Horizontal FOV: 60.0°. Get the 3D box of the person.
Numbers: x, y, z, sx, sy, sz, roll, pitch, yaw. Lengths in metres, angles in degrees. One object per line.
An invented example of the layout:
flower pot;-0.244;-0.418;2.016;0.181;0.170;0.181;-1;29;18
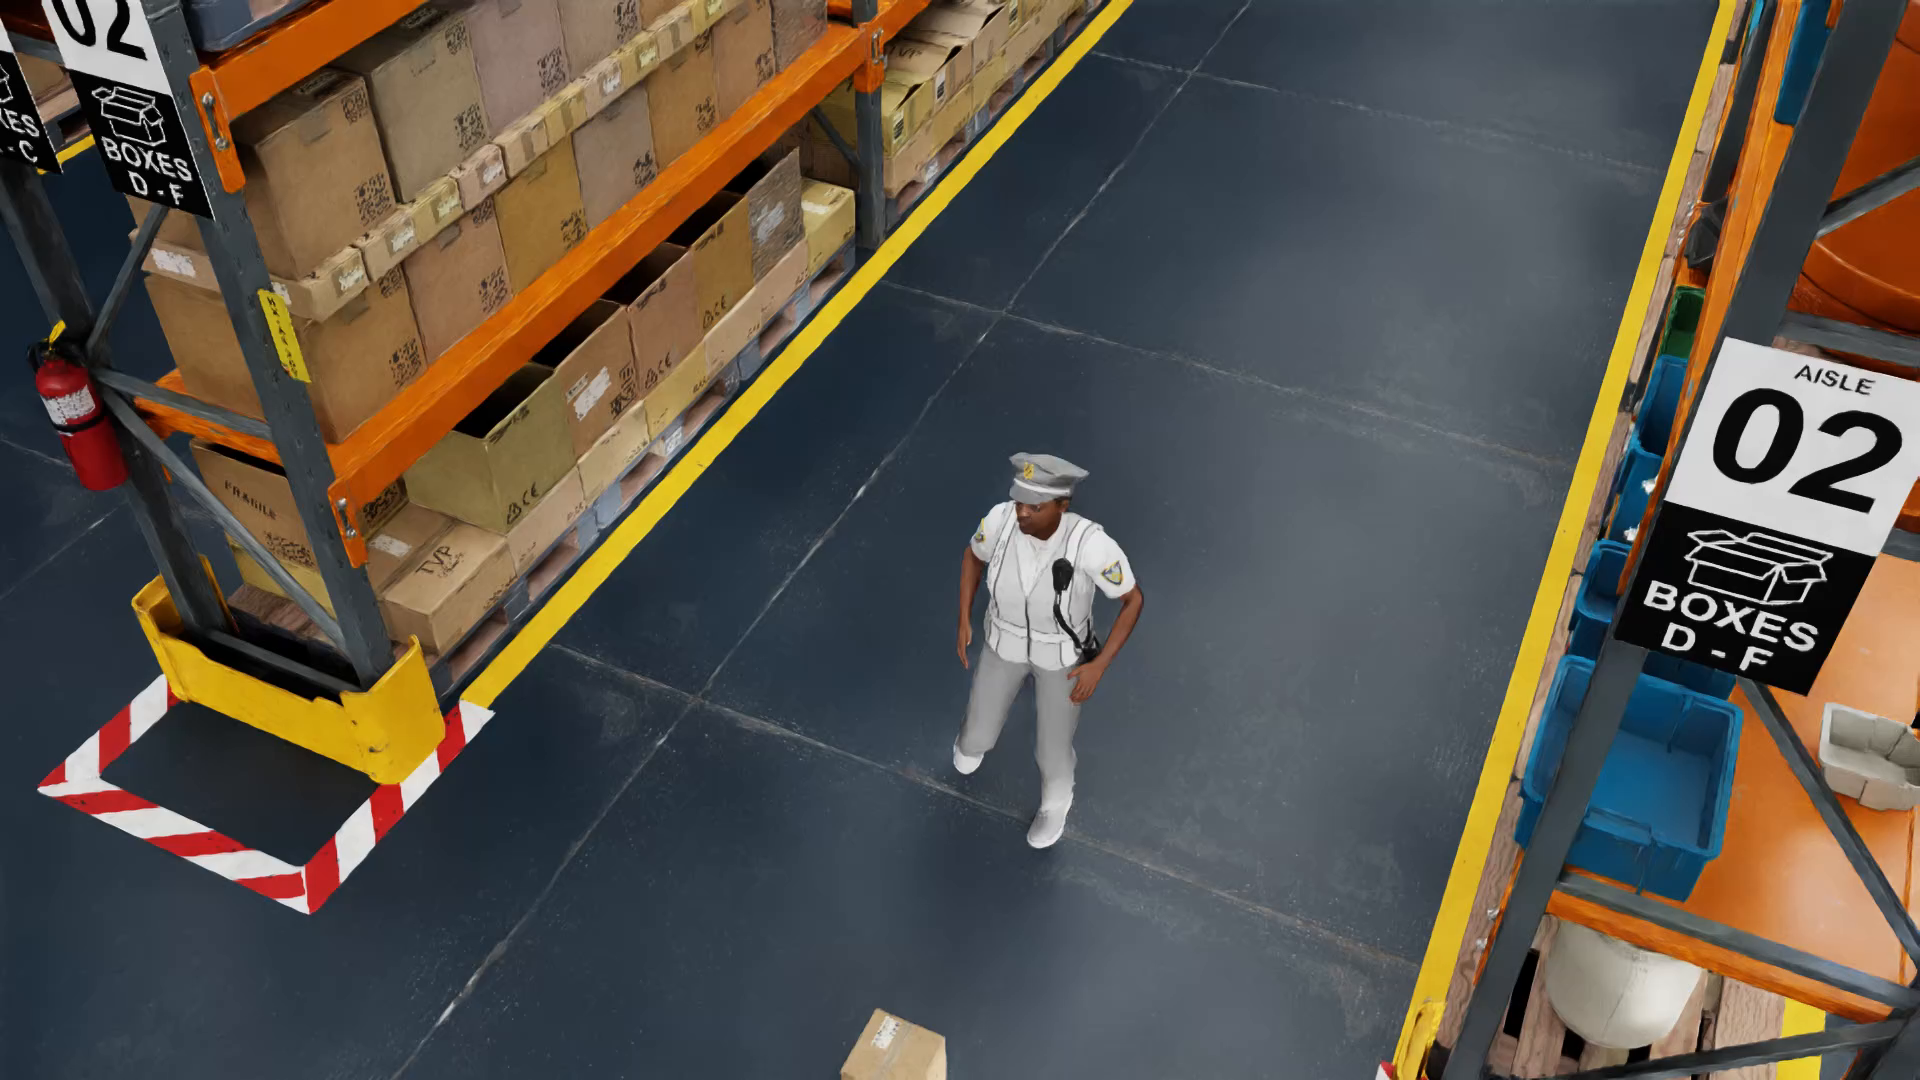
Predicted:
person;0.264;0.391;5.734;0.673;1.665;0.466;13;44;14
